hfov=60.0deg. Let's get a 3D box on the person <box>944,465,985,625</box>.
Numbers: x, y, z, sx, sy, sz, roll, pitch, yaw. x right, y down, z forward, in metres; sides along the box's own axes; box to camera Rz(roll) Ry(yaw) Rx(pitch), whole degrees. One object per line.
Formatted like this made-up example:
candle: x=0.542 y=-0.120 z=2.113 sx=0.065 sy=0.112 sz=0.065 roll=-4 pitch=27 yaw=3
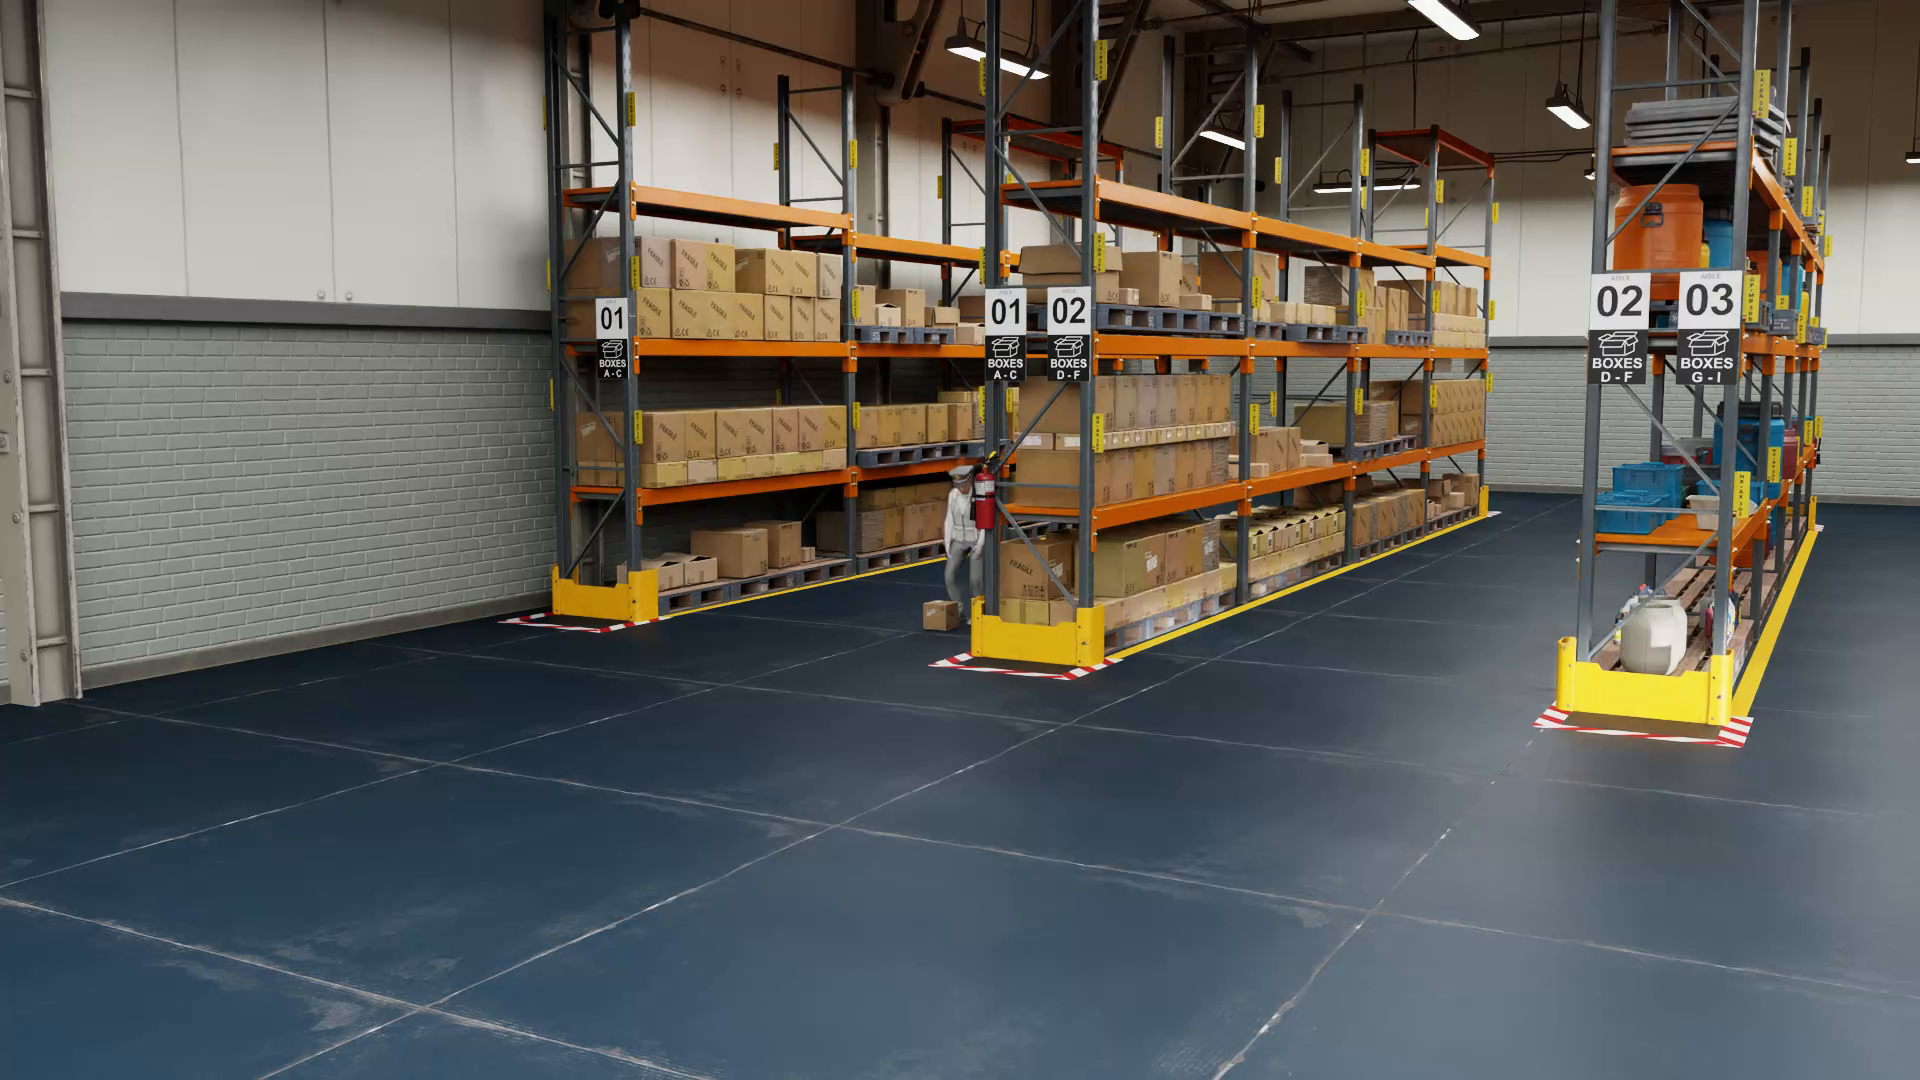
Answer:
person: x=0.081 y=0.044 z=16.429 sx=0.516 sy=1.576 sz=0.526 roll=3 pitch=7 yaw=29
